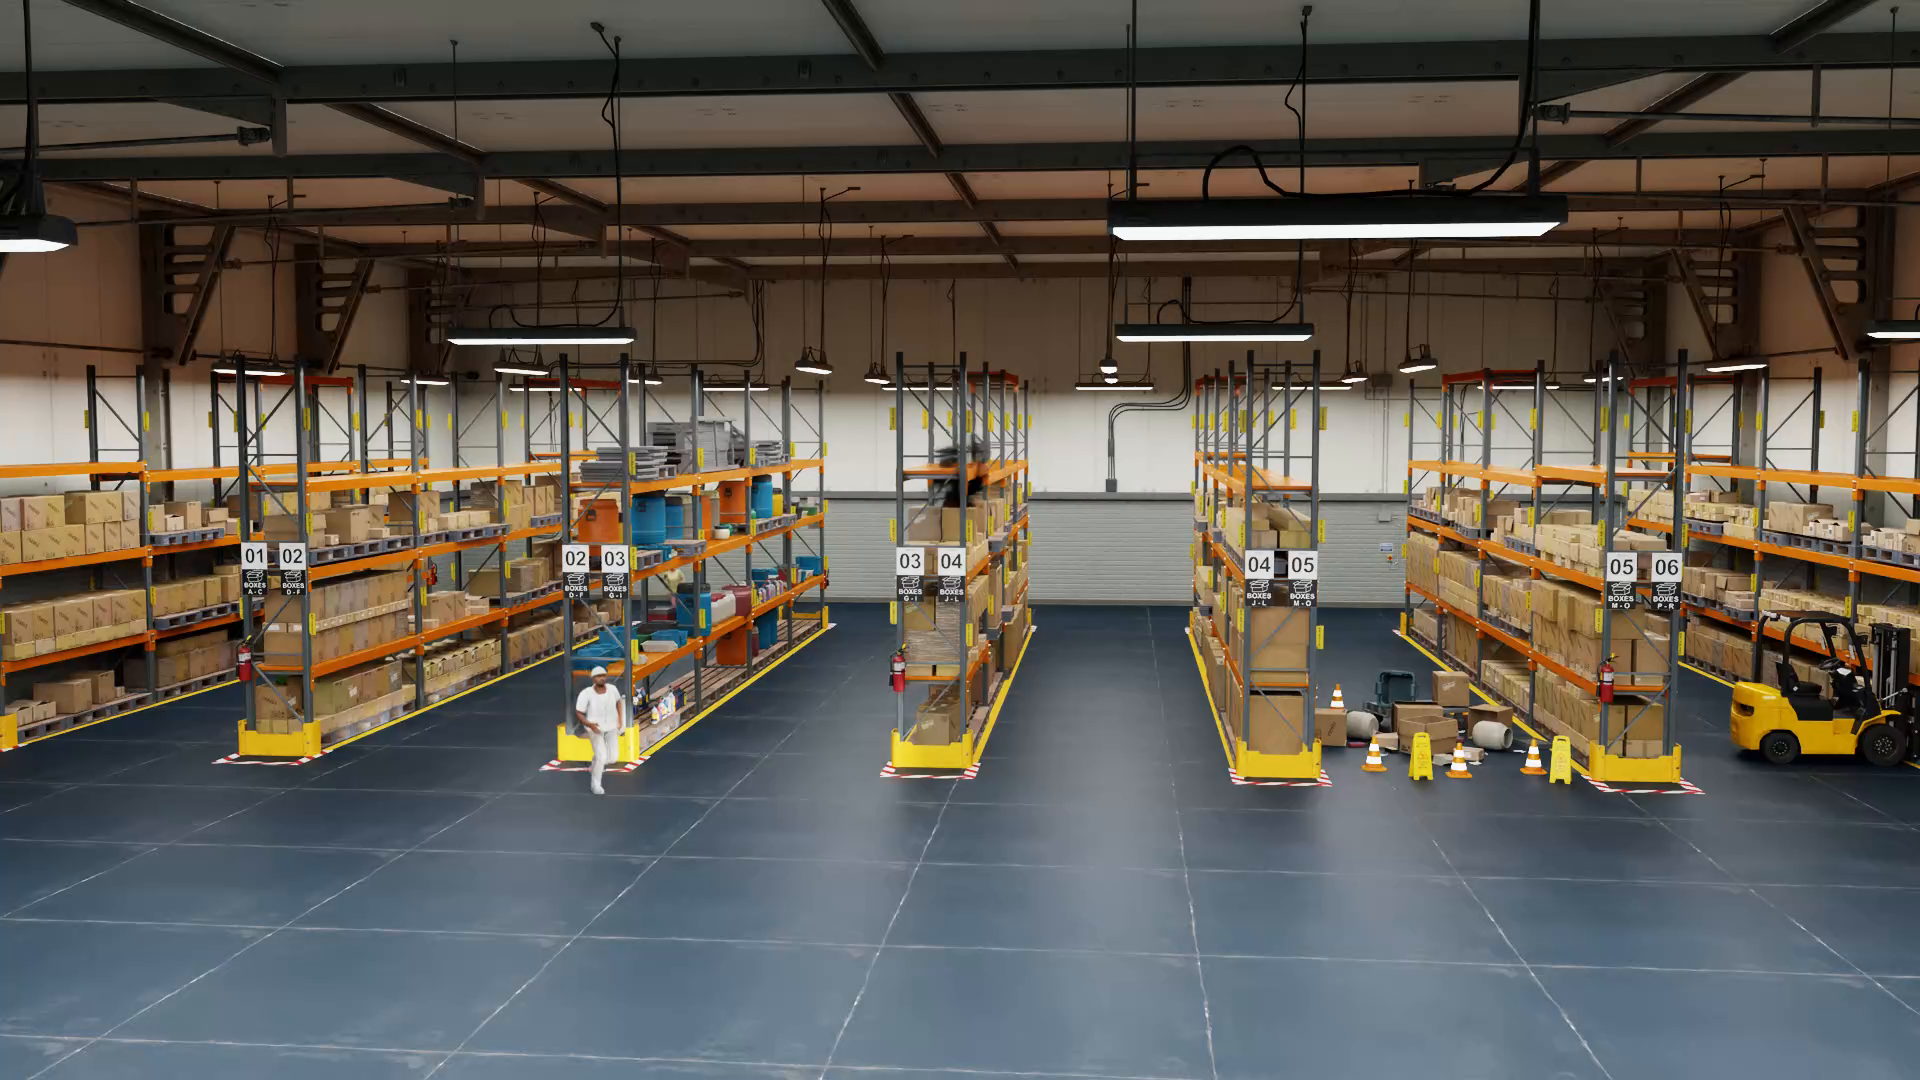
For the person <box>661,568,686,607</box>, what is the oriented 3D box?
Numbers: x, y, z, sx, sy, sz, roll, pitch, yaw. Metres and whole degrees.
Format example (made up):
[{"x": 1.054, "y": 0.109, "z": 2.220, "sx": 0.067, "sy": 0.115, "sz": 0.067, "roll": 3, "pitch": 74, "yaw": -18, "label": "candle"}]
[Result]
[{"x": -6.954, "y": 1.313, "z": 40.440, "sx": 0.573, "sy": 1.673, "sz": 0.662, "roll": -2, "pitch": 4, "yaw": -25, "label": "person"}]

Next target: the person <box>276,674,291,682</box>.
[{"x": -11.401, "y": 2.122, "z": 28.256, "sx": 0.636, "sy": 1.741, "sz": 0.557, "roll": 1, "pitch": 4, "yaw": 9, "label": "person"}]

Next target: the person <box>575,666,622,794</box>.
[{"x": -4.849, "y": 2.555, "z": 22.459, "sx": 0.721, "sy": 1.728, "sz": 0.654, "roll": -3, "pitch": 5, "yaw": -38, "label": "person"}]
